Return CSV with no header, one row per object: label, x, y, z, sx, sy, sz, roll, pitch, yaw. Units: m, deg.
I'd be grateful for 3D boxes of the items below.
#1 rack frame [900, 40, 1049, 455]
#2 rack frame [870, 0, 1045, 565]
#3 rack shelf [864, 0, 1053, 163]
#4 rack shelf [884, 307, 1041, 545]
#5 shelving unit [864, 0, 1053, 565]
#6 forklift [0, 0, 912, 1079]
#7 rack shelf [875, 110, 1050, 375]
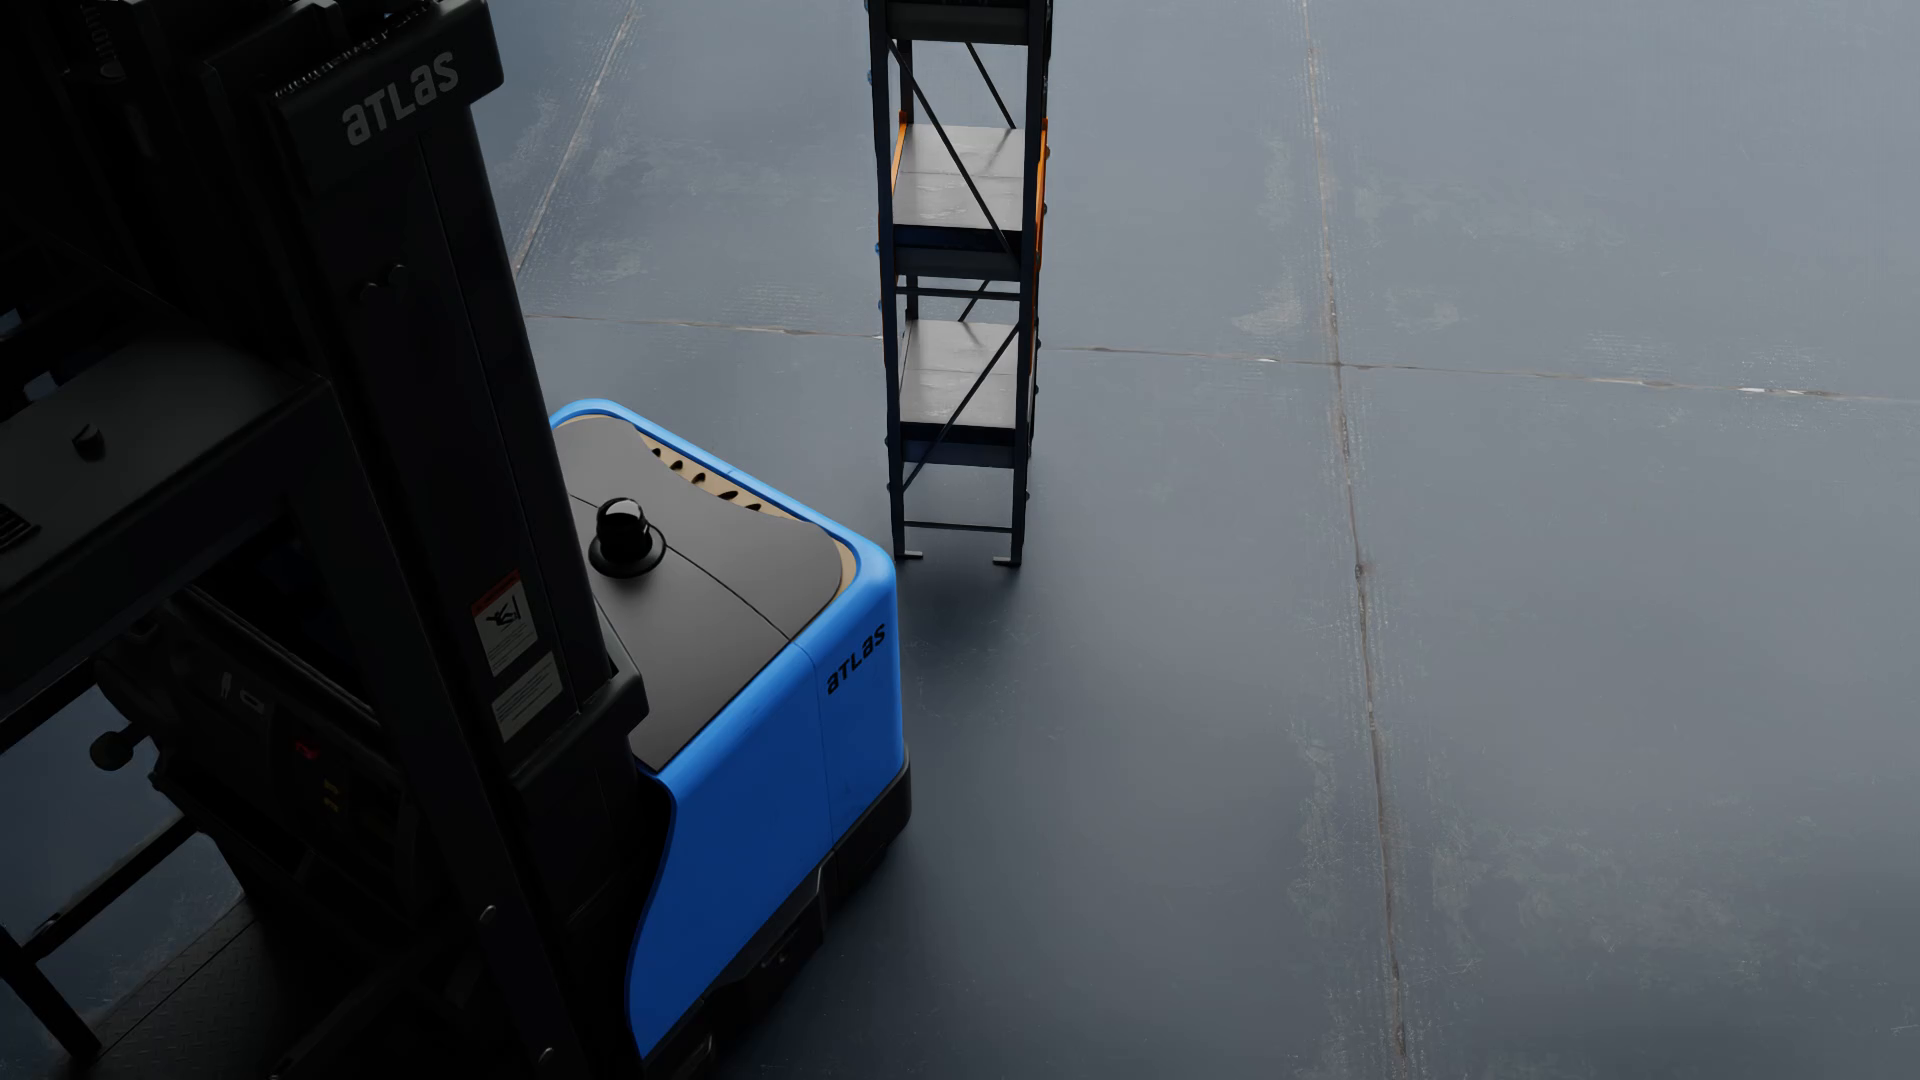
rack frame,0.037,-1.010,4.750,0.400,2.100,0.015,4,48,4
rack frame,-0.007,-0.651,4.422,0.400,2.100,0.015,4,48,4
rack shelf,0.015,-1.294,4.080,0.431,0.518,0.480,4,48,4
rack shelf,0.015,-0.349,5.113,0.431,0.518,0.480,4,48,4
shelving unit,0.015,-0.830,4.586,0.431,2.100,0.503,4,48,4
forklift,-1.397,0.448,2.854,1.130,2.935,3.031,28,53,23
rack shelf,0.015,-0.821,4.597,0.431,0.518,0.480,4,48,4
